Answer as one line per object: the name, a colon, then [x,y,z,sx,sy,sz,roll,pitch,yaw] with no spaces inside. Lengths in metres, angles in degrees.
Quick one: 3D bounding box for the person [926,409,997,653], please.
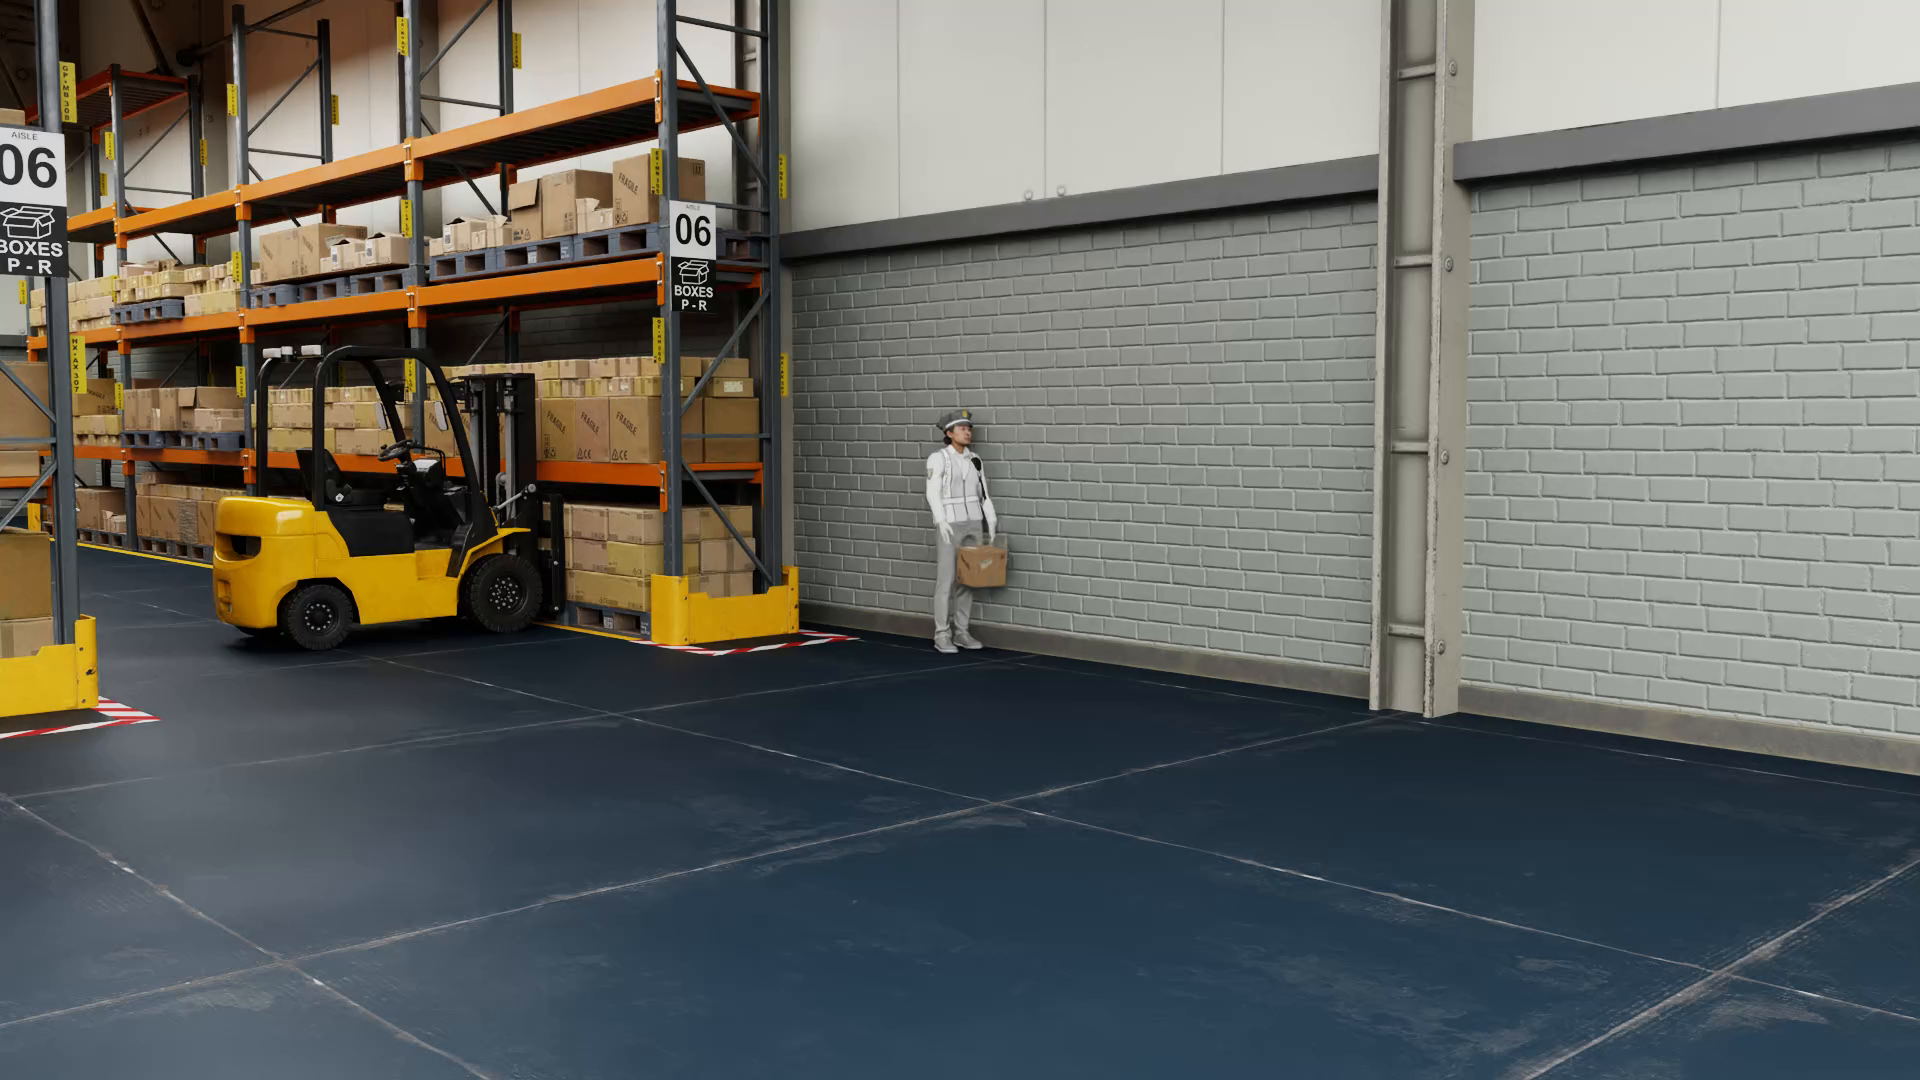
person: [0.014,-0.078,11.790,0.550,1.697,0.542,-2,5,-31]
